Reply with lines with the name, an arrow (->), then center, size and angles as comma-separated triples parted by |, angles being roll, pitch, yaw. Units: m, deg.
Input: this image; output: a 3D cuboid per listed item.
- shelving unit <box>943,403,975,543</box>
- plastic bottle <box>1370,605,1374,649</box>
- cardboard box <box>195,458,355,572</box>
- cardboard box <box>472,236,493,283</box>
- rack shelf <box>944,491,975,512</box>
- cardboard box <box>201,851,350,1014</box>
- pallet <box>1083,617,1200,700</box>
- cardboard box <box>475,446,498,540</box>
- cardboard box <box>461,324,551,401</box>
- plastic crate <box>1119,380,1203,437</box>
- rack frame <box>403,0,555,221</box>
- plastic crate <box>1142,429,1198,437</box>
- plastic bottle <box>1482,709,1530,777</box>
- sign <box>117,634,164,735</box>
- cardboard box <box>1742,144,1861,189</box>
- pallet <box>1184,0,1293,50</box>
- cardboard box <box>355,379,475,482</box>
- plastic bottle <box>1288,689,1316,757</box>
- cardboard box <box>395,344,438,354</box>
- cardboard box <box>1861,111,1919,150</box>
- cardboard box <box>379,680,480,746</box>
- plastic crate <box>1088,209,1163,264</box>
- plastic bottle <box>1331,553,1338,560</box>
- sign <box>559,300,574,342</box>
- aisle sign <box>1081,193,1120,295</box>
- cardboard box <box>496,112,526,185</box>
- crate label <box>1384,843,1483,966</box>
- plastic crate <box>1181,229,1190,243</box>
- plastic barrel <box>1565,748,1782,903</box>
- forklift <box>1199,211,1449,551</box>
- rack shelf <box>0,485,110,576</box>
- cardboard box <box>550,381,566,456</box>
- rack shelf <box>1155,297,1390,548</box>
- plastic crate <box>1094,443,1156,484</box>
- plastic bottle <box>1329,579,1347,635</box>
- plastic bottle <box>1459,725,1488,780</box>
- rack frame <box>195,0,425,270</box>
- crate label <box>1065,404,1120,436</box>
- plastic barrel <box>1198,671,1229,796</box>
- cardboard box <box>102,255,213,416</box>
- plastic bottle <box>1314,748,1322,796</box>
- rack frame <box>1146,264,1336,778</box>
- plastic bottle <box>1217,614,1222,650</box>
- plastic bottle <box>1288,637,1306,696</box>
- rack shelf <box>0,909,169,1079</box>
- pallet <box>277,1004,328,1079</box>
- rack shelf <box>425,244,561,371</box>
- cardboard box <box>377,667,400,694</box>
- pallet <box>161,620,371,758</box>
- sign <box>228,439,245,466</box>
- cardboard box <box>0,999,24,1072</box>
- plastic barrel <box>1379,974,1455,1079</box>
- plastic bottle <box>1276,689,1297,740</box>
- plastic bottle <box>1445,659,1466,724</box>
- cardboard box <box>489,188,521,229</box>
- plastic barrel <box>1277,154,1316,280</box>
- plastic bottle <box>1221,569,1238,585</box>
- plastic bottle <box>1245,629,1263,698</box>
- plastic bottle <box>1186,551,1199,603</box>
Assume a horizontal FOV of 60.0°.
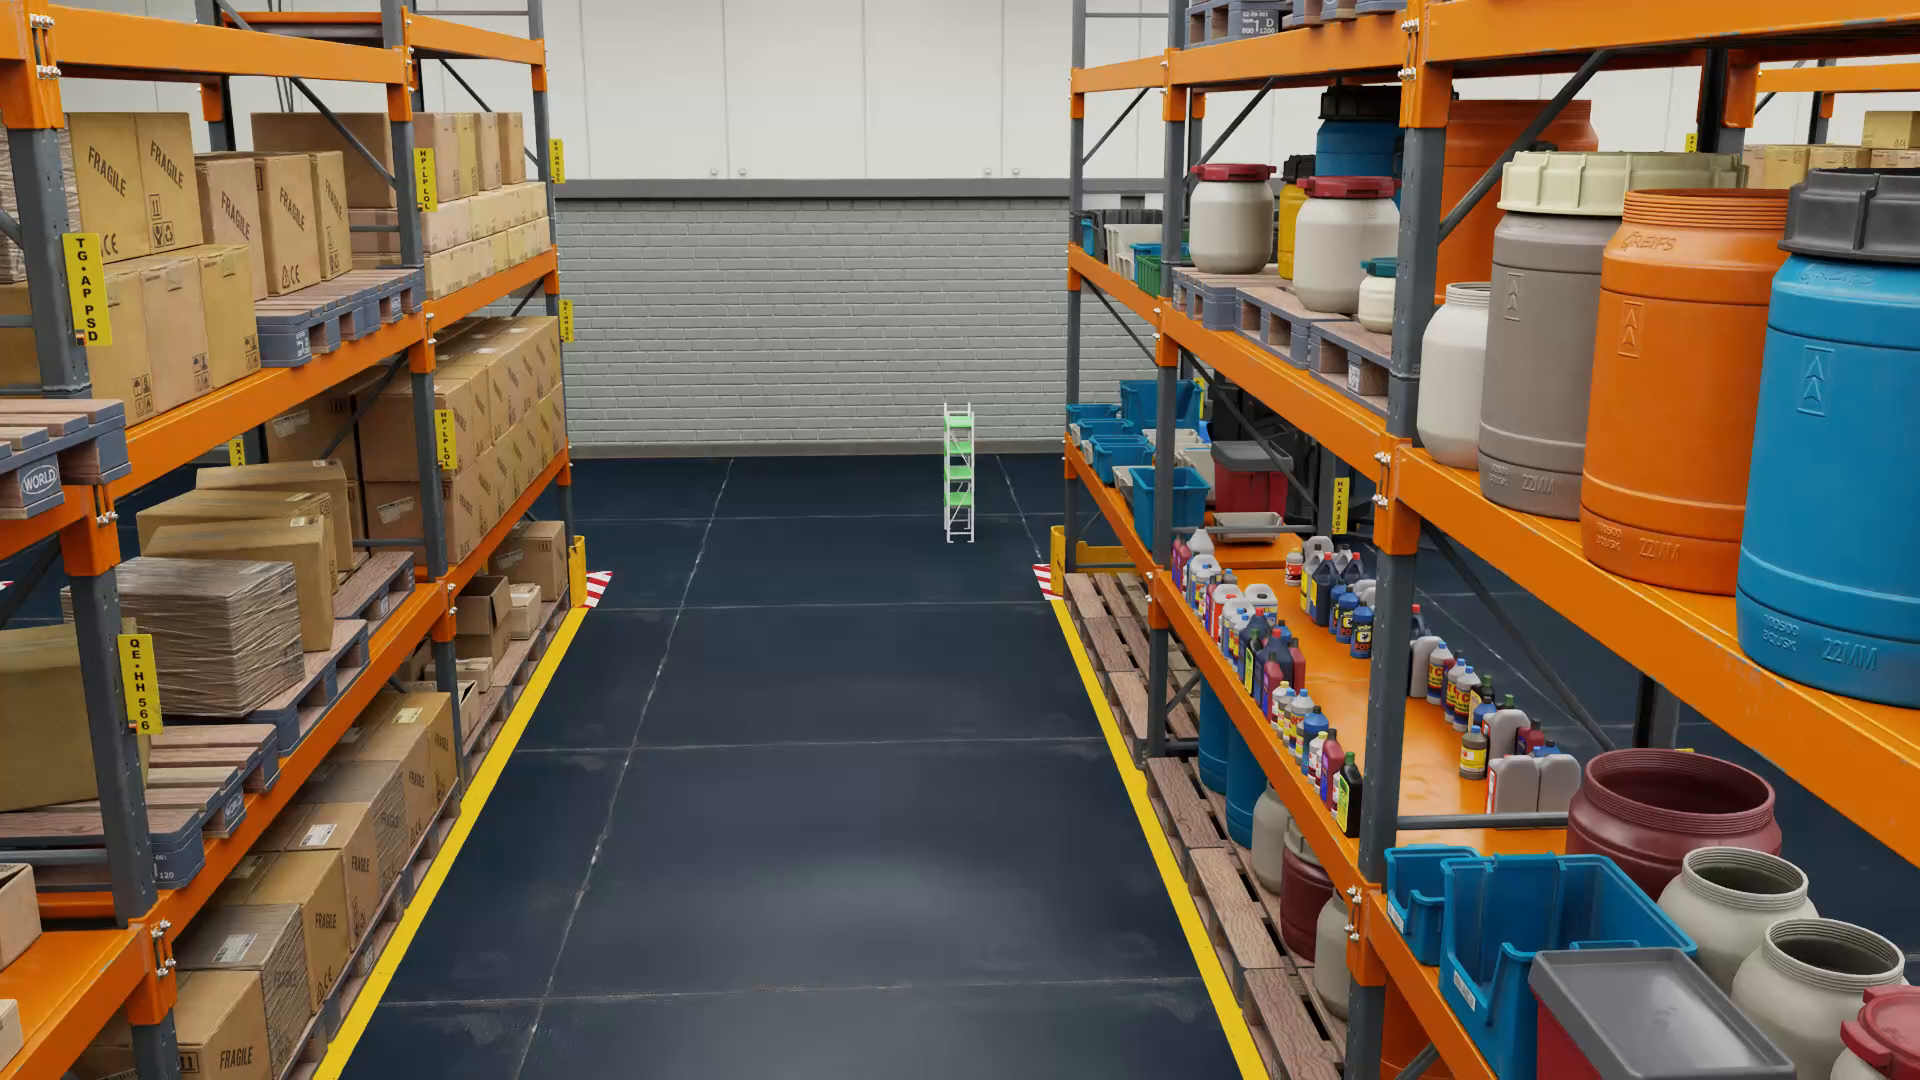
shelving unit -> -0.010, -0.622, 15.260 | 0.258, 1.200, 0.503 | -1, 14, -3
plastic bottle -> 2.024, 0.410, 7.886 | 0.152, 0.276, 0.135 | -1, 14, -3
cardboard box -> -3.538, -0.106, 8.597 | 0.700, 0.500, 0.500 | -6, 16, -22
cardboard box -> -3.184, -1.729, 10.230 | 0.500, 0.250, 0.500 | -1, 14, -3
rack shelf -> -0.010, -0.328, 15.336 | 0.258, 0.148, 0.480 | -1, 14, -3
cardboard box -> -2.903, 1.645, 6.972 | 0.500, 0.500, 0.500 | -1, 14, -4
pallet -> 1.437, 0.813, 11.665 | 1.003, 0.211, 1.213 | -1, 14, -3
cardboard box -> -3.139, -0.282, 10.125 | 0.500, 0.500, 0.500 | -1, 14, -2
cardboard box -> -3.258, -1.270, 11.961 | 0.500, 0.500, 0.500 | 0, 14, -2
plastic crate -> 1.559, -1.011, 12.969 | 0.616, 0.435, 0.499 | -1, 14, -3
rack frame -> -3.592, -3.875, 12.252 | 1.000, 3.000, 0.127 | -1, 14, -3
plastic crate -> 1.583, -0.747, 12.541 | 0.396, 0.136, 0.243 | -1, 14, -3
plastic bottle -> 2.115, 0.777, 6.461 | 0.152, 0.276, 0.135 | -1, 14, -3
sign -> -2.542, 0.450, 5.159 | 0.100, 0.325, 0.005 | -1, 14, -3
cardboard box -> 6.381, -2.746, 12.640 | 0.700, 0.500, 0.500 | -2, 15, -7
pallet -> 1.682, -2.466, 7.955 | 1.003, 0.211, 1.213 | -1, 14, -3
cardboard box -> -3.092, -0.629, 9.469 | 0.500, 0.500, 0.500 | -1, 14, -2
plastic bottle -> 1.370, 0.729, 6.654 | 0.097, 0.271, 0.097 | 0, 14, 0
cardboard box -> -3.729, -1.007, 10.938 | 0.500, 0.500, 0.500 | -1, 14, -4
cardboard box -> 6.411, -2.735, 11.093 | 0.500, 0.250, 0.500 | -1, 14, -5
cardboard box -> -3.154, 1.006, 9.832 | 0.500, 0.311, 0.500 | -1, 14, -3
plastic crate -> 1.173, -2.084, 11.434 | 0.504, 0.338, 0.767 | -1, 14, -3
plastic bottle -> 1.970, 0.193, 8.728 | 0.152, 0.276, 0.135 | -1, 14, -3
sign -> -3.037, -1.687, 12.830 | 0.100, 0.325, 0.005 | -1, 14, -3
aisle sign -> 1.051, -2.318, 13.021 | 0.394, 0.787, 0.004 | -1, 14, -3
cardboard box -> -3.544, -2.828, 11.993 | 0.700, 0.500, 0.500 | -1, 14, -3
crate label -> 1.500, 1.136, 5.152 | 0.303, 0.233, 0.416 | -1, 14, -3
plastic crate -> 1.698, -2.155, 12.010 | 0.450, 0.188, 0.336 | -1, 14, -3
plastic barrel -> 2.179, 0.989, 5.113 | 0.600, 0.536, 0.708 | -1, 14, -3
forklift -> 3.096, -1.427, 14.914 | 3.031, 2.935, 1.130 | 12, 19, 39
rack shelf -> -2.972, 0.413, 3.050 | 1.077, 0.370, 4.000 | -1, 14, -3
cardboard box -> -3.292, -0.911, 12.571 | 0.500, 0.500, 0.500 | 0, 14, -2
rack shelf -> 1.724, -0.658, 7.210 | 1.077, 0.370, 4.000 | -1, 14, -3
plastic crate -> 1.139, -0.525, 11.486 | 0.416, 0.233, 0.300 | -1, 14, -3
plastic bottle -> 1.878, 0.328, 8.216 | 0.097, 0.271, 0.097 | 0, 14, 0
plastic bottle -> 1.992, 0.819, 6.445 | 0.097, 0.201, 0.097 | 0, 14, 0
rack frame -> -3.344, -2.880, 8.386 | 1.000, 3.000, 0.127 | -1, 14, -3
crate label -> 1.039, -0.927, 13.048 | 0.416, 0.233, 0.303 | -1, 14, -3
plastic barrel -> 1.617, 0.898, 9.109 | 0.600, 0.901, 0.708 | -1, 14, -3
cardboard box -> -3.188, -0.716, 5.794 | 0.910, 0.500, 0.500 | -1, 14, -3
plastic bottle -> 1.394, 0.860, 6.287 | 0.097, 0.201, 0.097 | 0, 14, 0
rack frame -> 1.600, -0.051, 9.427 | 1.000, 3.000, 0.127 | -1, 14, -3
plastic bottle -> 1.286, 0.426, 7.973 | 0.097, 0.201, 0.097 | 0, 14, 0
plastic bottle -> 1.459, 0.574, 7.233 | 0.061, 0.283, 0.133 | -1, 14, -3
rack shelf -> -2.972, 1.865, 3.424 | 1.077, 0.370, 4.000 | -1, 14, -3
pallet -> -3.105, 2.184, 6.339 | 1.003, 0.211, 1.213 | -1, 14, -3
rack shelf -> -3.468, -1.577, 10.783 | 1.077, 0.370, 4.000 | -1, 14, -3
cardboard box -> -3.662, 0.885, 9.924 | 0.500, 0.500, 0.500 | -1, 14, -3
pallet -> -3.221, 0.629, 7.171 | 1.003, 0.211, 1.213 | -1, 14, -3
sign -> -3.885, -0.384, 8.986 | 0.100, 0.325, 0.005 | -1, 14, -3
cardboard box -> -2.765, 1.361, 4.446 | 0.380, 0.149, 0.250 | -1, 14, -3
plastic barrel -> 1.801, 1.670, 6.251 | 0.600, 0.830, 0.708 | -1, 14, -3
plastic bottle -> 1.358, 0.715, 6.851 | 0.097, 0.201, 0.097 | 0, 14, 0
plastic bottle -> 2.107, 0.635, 7.021 | 0.097, 0.271, 0.097 | 0, 14, 0
cardboard box -> -3.247, -2.219, 11.134 | 0.500, 0.250, 0.500 | -1, 14, -3
plastic barrel -> 1.859, -1.574, 8.108 | 0.600, 0.588, 0.600 | 0, 14, 0
plastic bottle -> 1.394, 0.251, 8.653 | 0.097, 0.201, 0.097 | 0, 14, 0
plastic bottle -> 1.306, 0.543, 7.353 | 0.061, 0.283, 0.133 | -1, 14, -3
plastic bottle -> 1.237, 0.195, 8.730 | 0.097, 0.271, 0.097 | 0, 14, 0
